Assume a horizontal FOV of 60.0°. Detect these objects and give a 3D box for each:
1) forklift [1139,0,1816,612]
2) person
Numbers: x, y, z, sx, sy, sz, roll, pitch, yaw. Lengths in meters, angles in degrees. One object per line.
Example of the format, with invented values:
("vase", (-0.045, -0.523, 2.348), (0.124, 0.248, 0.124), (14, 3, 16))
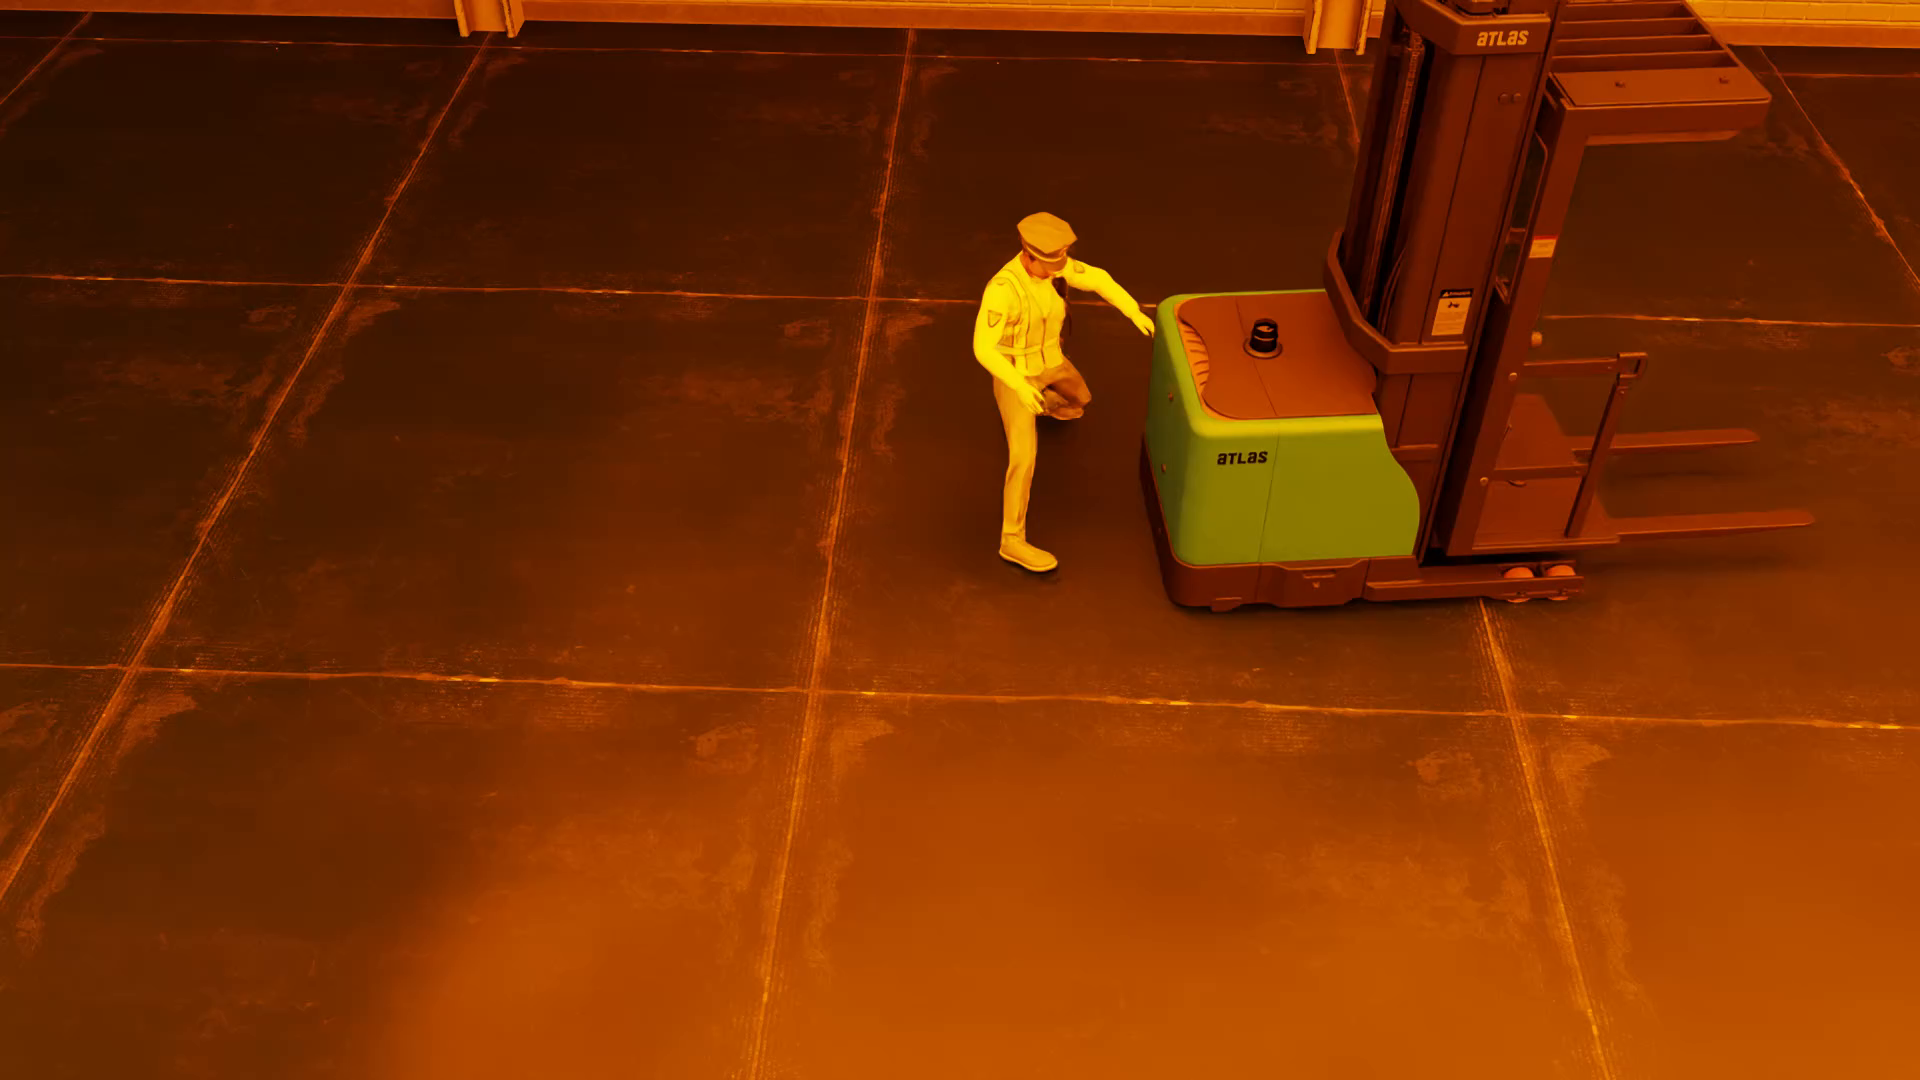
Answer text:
("forklift", (2.421, -1.152, 7.004), (3.031, 2.935, 1.130), (-3, 42, -3))
("person", (0.439, -0.806, 7.720), (1.093, 1.499, 0.947), (-31, 51, -29))
